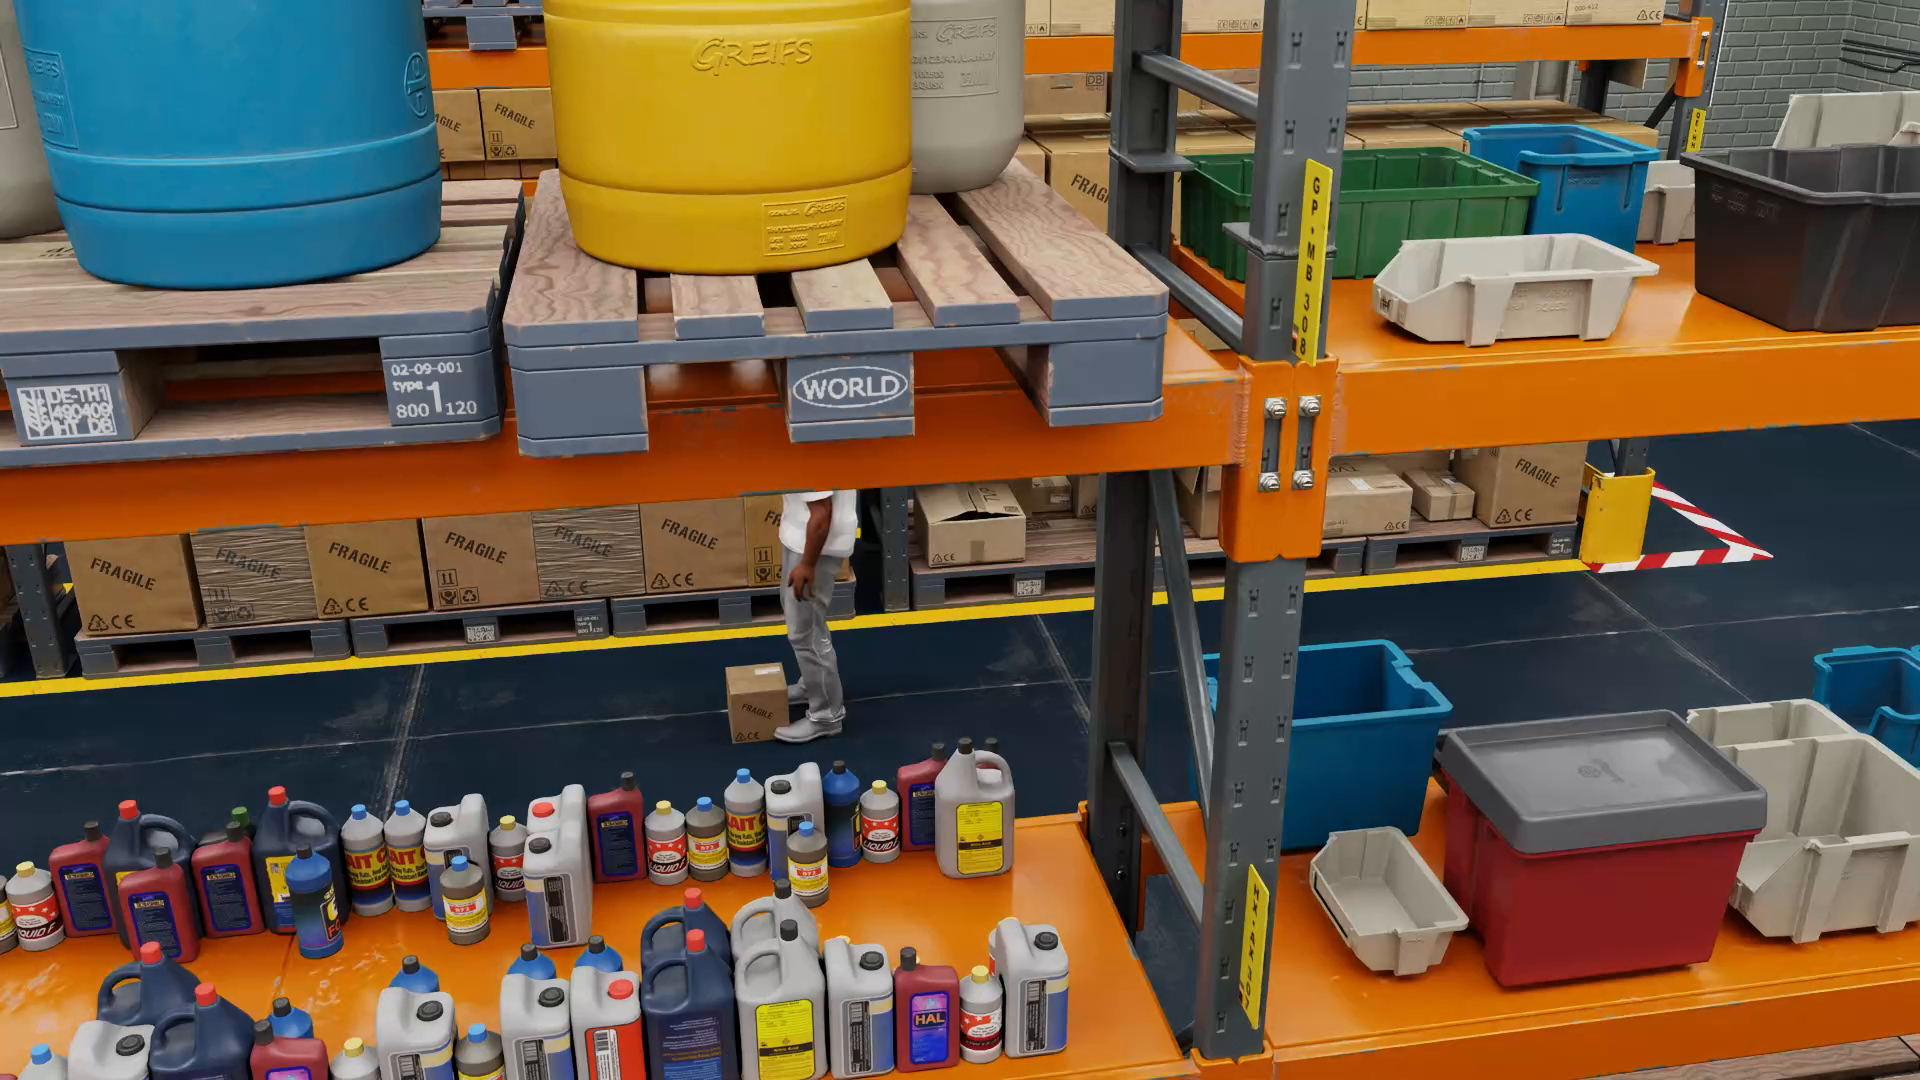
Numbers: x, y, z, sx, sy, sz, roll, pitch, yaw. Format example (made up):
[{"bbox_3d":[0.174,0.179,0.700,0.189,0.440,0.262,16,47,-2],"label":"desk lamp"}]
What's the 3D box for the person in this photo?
[{"bbox_3d":[-0.668,0.001,7.071,0.461,1.760,0.627,-4,23,-9],"label":"person"}]
